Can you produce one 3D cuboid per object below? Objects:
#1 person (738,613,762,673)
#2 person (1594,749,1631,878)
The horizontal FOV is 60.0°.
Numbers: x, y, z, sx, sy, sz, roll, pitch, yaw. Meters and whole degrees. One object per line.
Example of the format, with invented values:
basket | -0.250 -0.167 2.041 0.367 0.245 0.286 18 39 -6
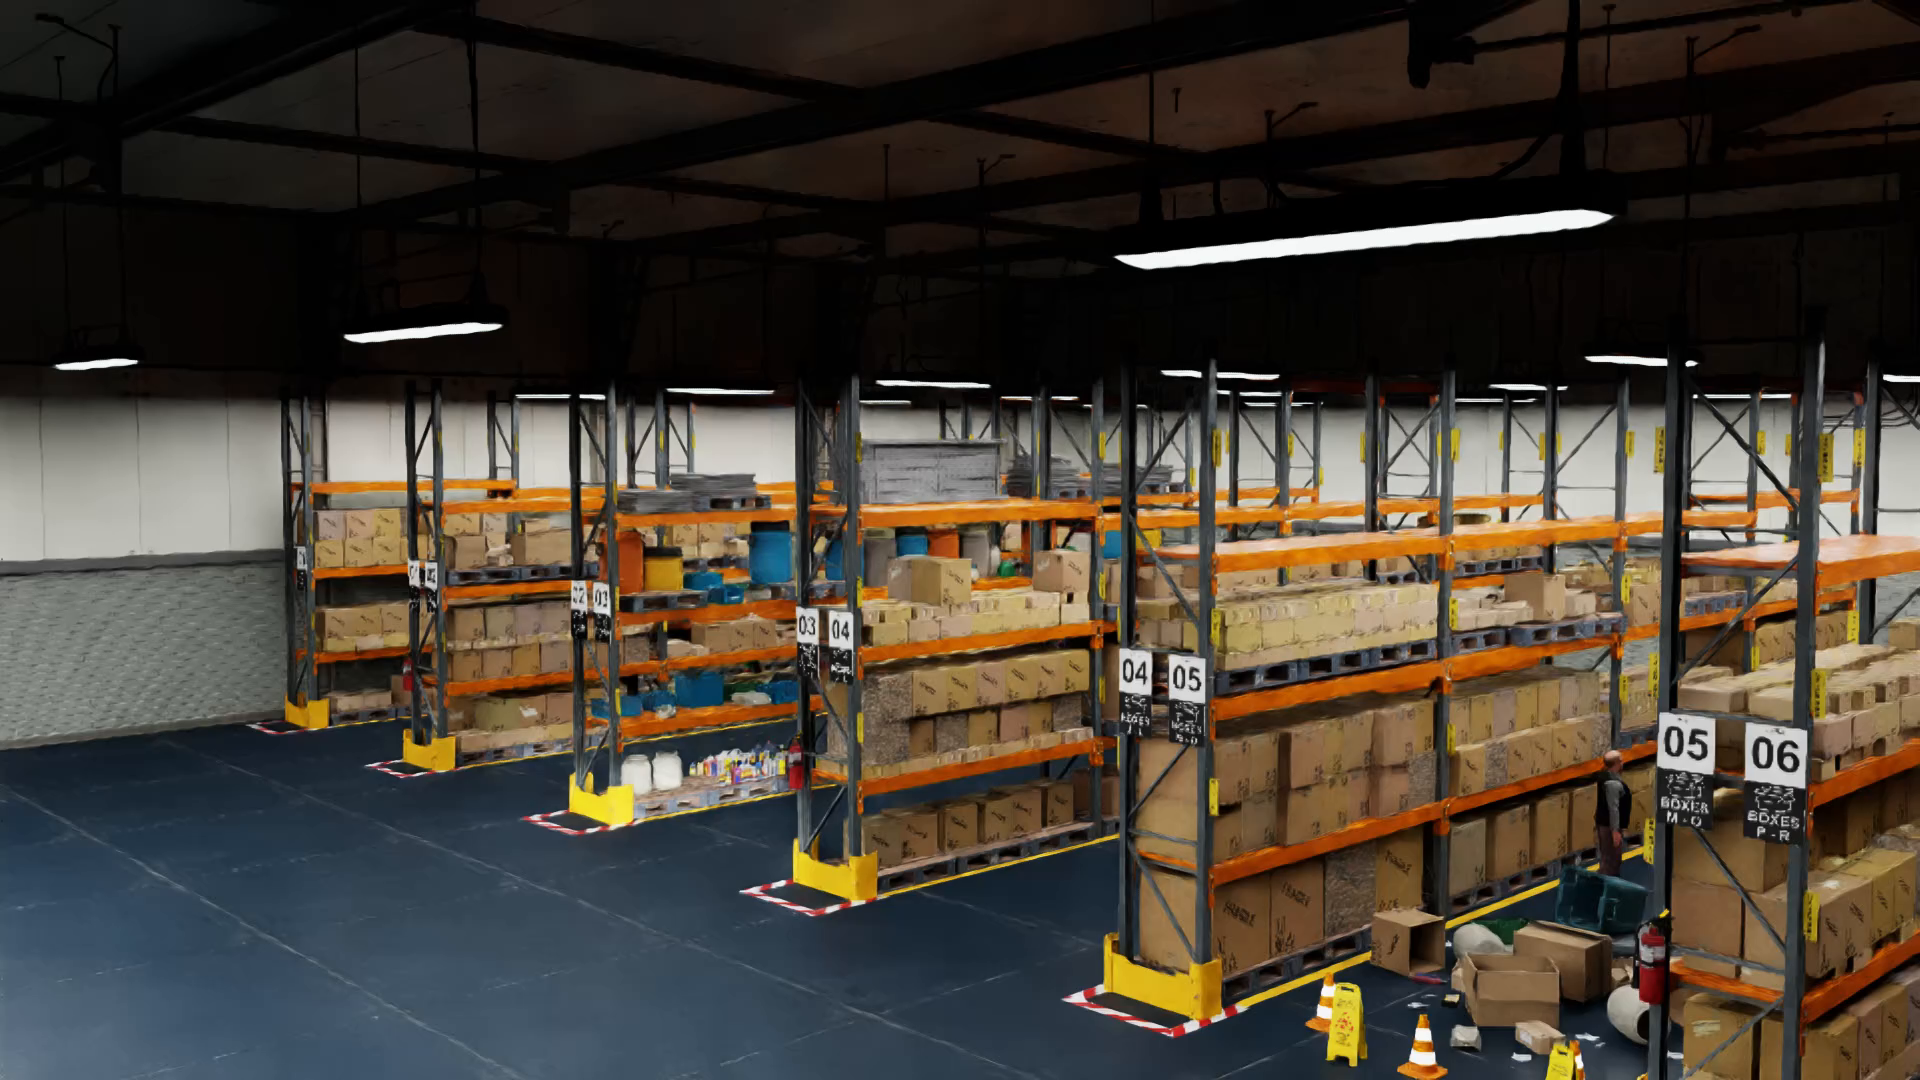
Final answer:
person | -4.396 2.098 34.305 0.528 1.728 1.032 3 5 38
person | 7.126 3.132 18.070 0.444 1.725 0.581 1 4 17
